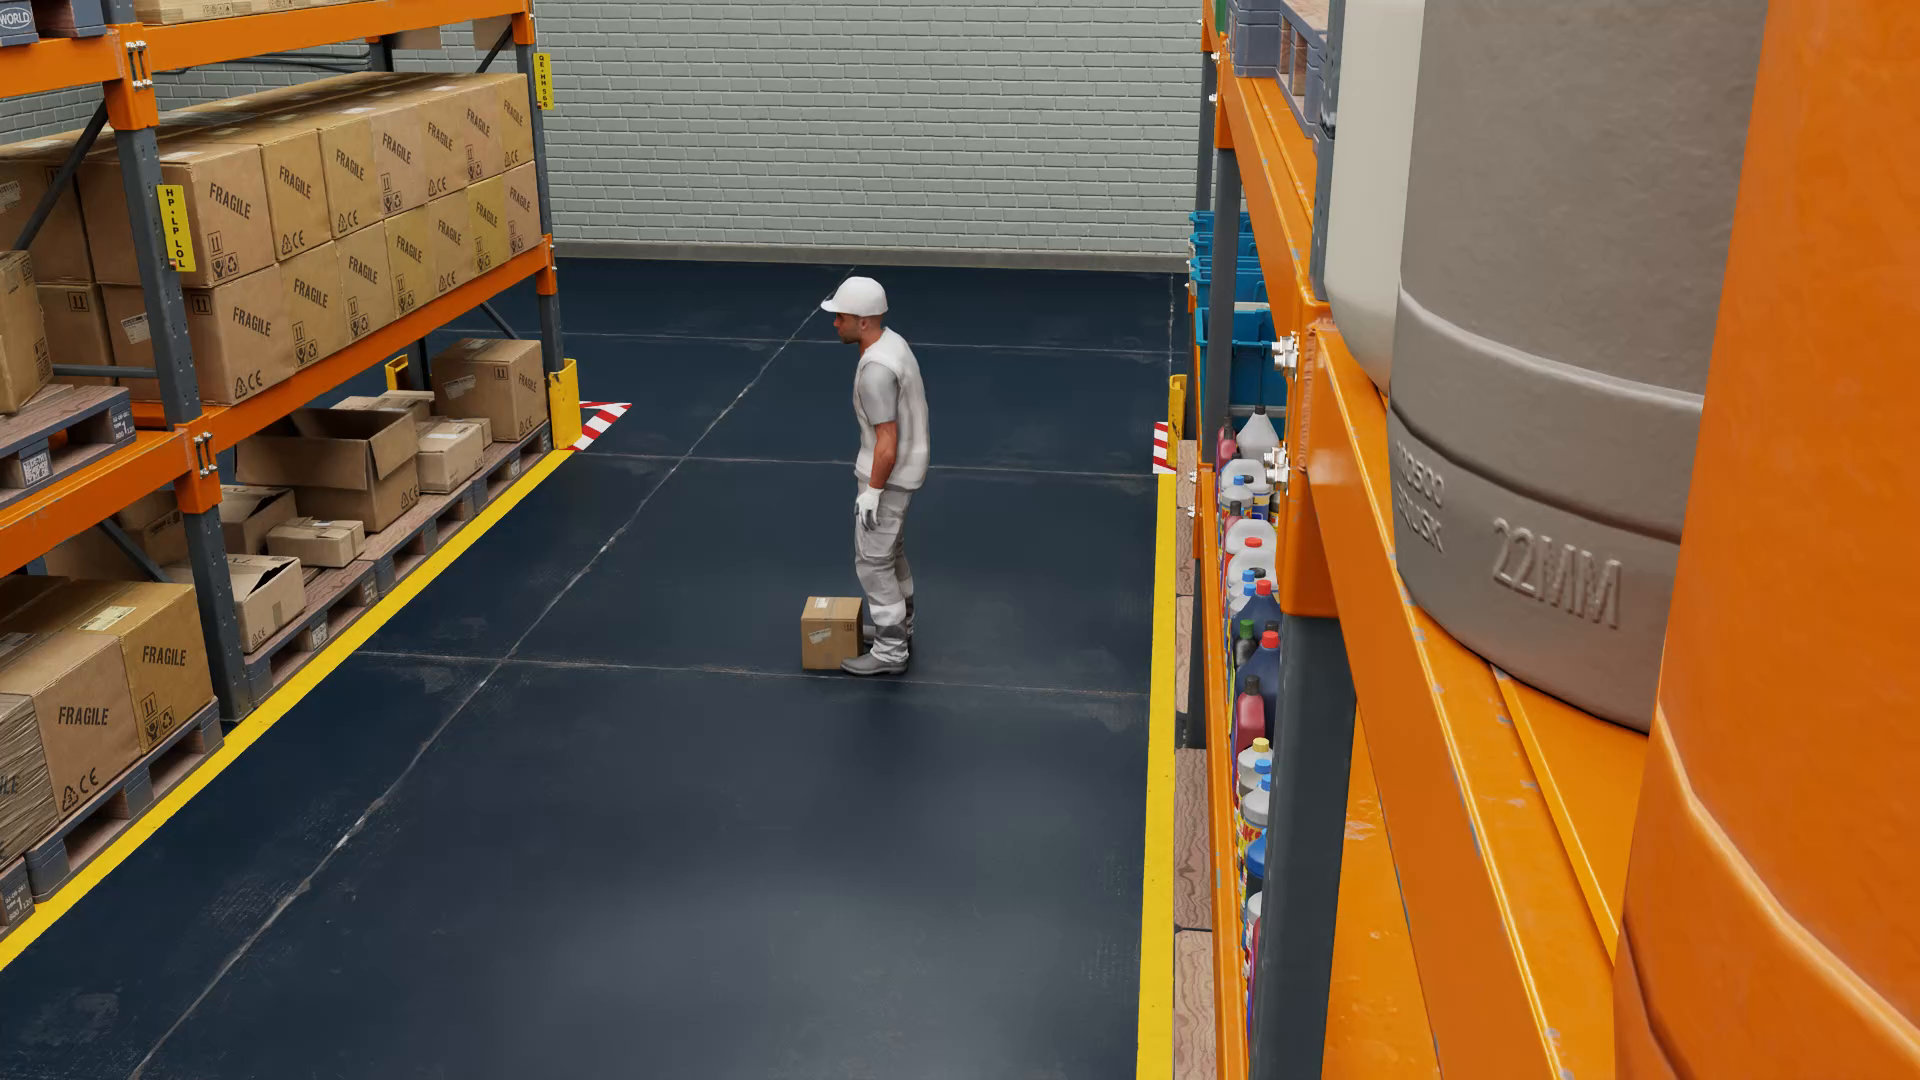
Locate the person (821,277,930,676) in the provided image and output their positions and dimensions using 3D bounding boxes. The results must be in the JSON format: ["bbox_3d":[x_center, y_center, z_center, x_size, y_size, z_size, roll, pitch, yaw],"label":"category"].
[{"bbox_3d":[-0.358,-0.274,7.276,0.452,1.778,0.617,1,21,3],"label":"person"}]
